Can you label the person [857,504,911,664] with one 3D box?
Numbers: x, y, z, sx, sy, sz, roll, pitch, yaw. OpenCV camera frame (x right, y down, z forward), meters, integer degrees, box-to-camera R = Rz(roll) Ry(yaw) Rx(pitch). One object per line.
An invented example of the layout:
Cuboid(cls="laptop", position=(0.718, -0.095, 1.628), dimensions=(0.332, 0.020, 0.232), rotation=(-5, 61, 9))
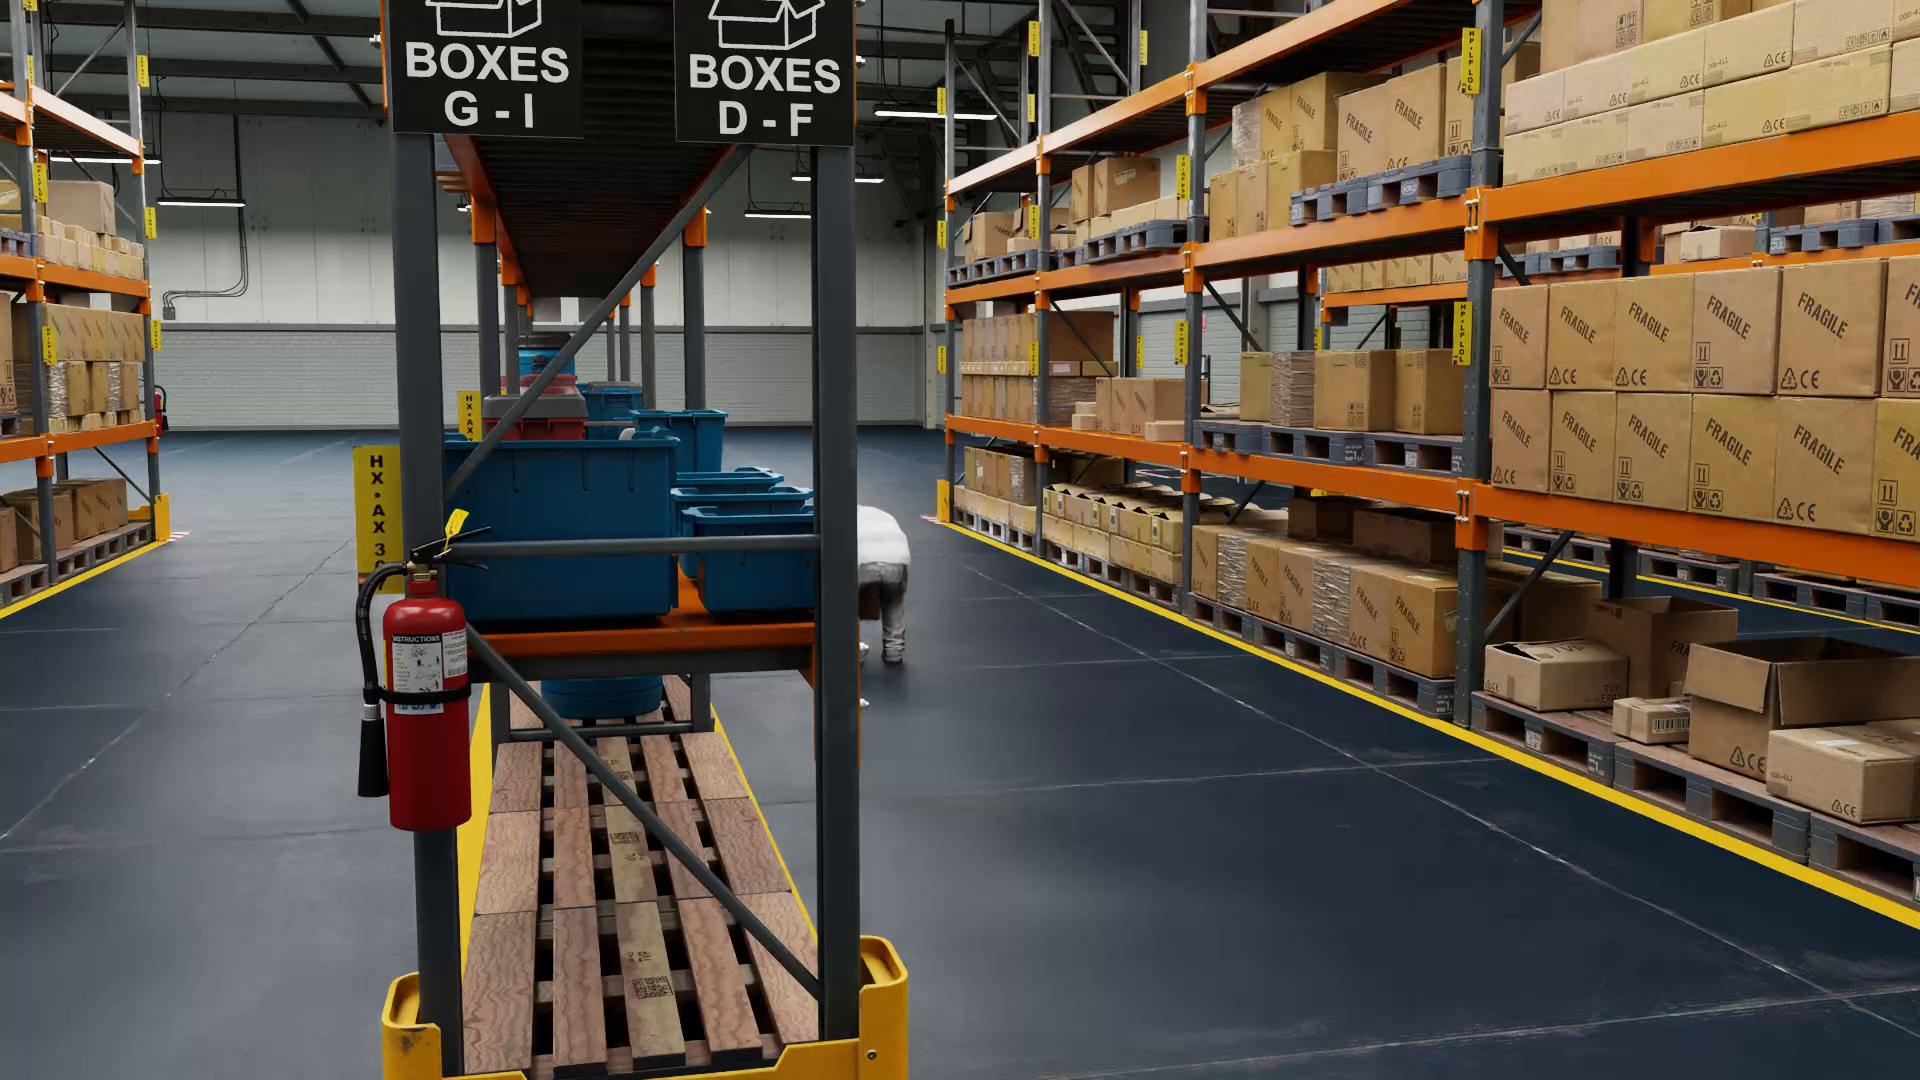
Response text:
Cuboid(cls="person", position=(-0.633, 0.274, 10.962), dimensions=(0.551, 0.995, 0.970), rotation=(-2, 6, -15))
